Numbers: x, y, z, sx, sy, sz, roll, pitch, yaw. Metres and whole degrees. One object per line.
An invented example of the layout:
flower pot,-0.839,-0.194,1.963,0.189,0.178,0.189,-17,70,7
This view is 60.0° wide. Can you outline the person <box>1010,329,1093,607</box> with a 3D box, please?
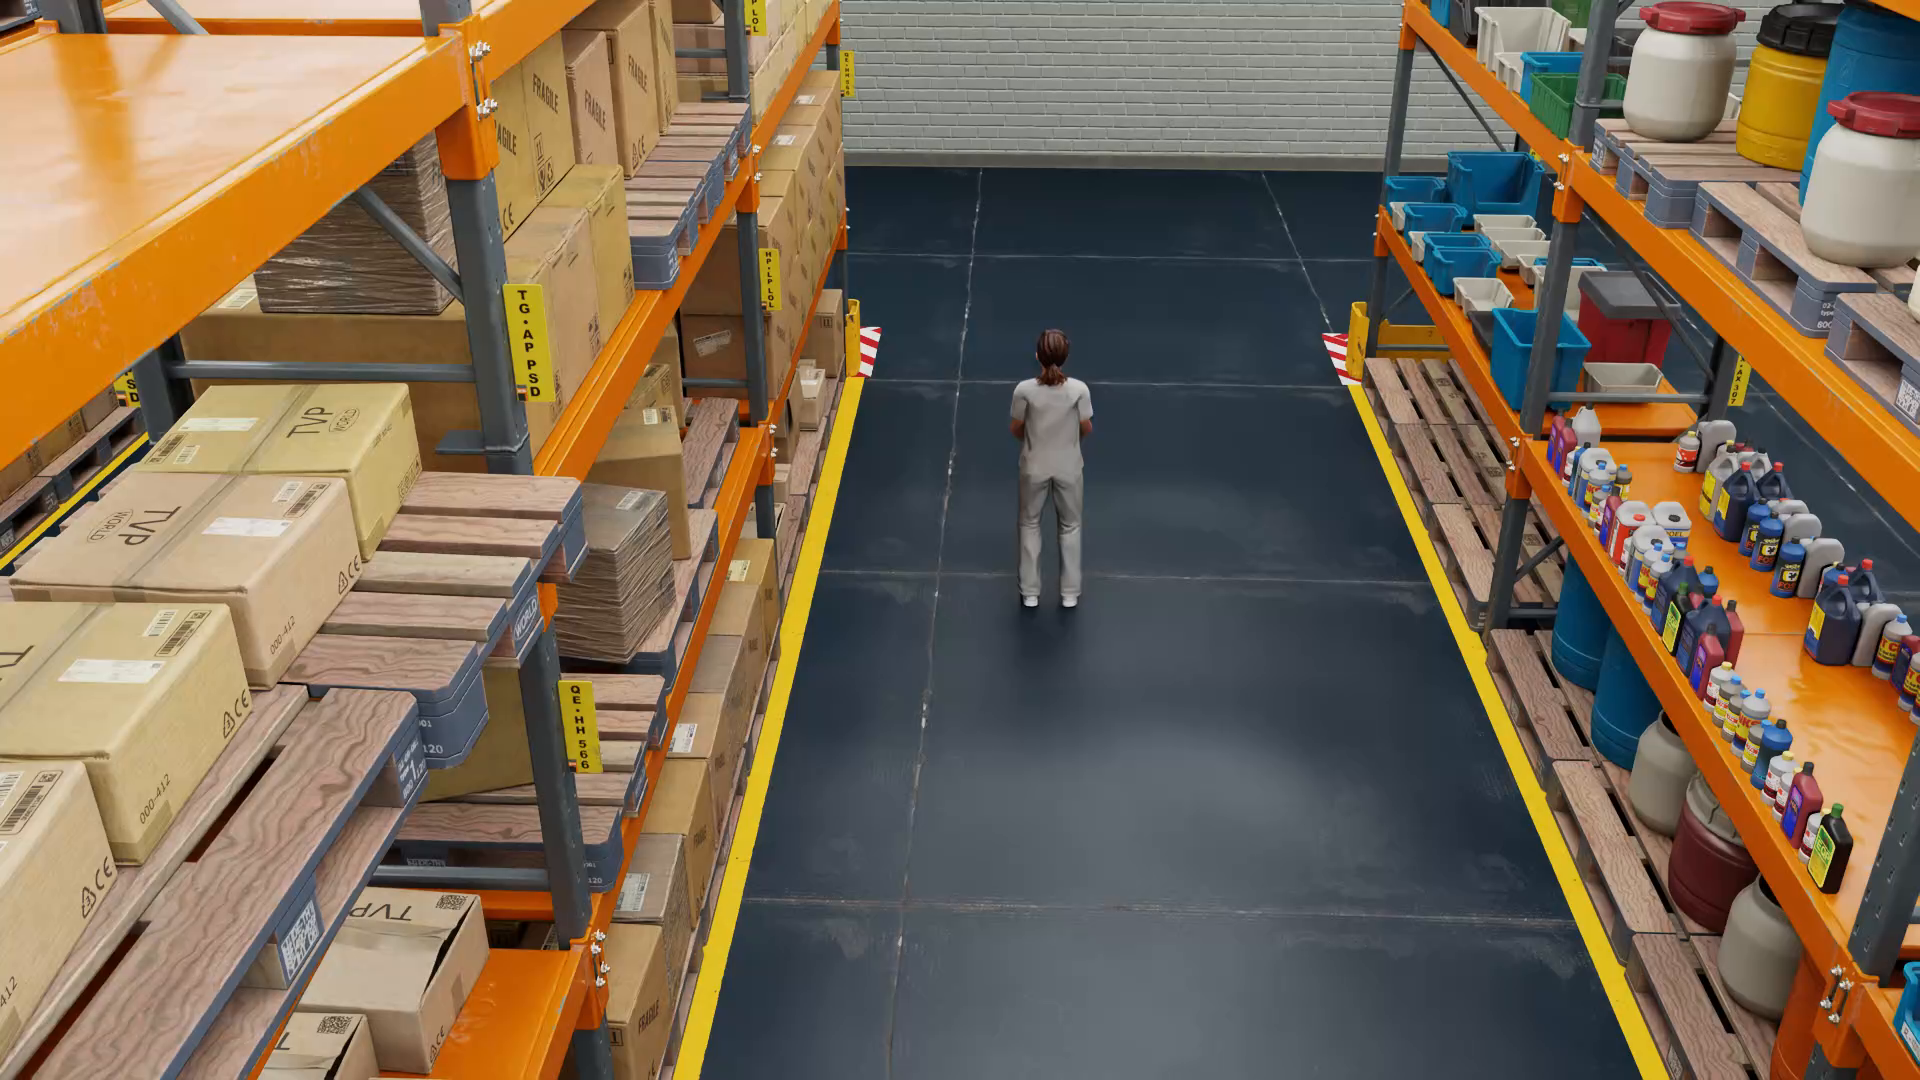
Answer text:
person,0.508,-0.421,9.412,0.463,1.674,0.490,1,28,1
